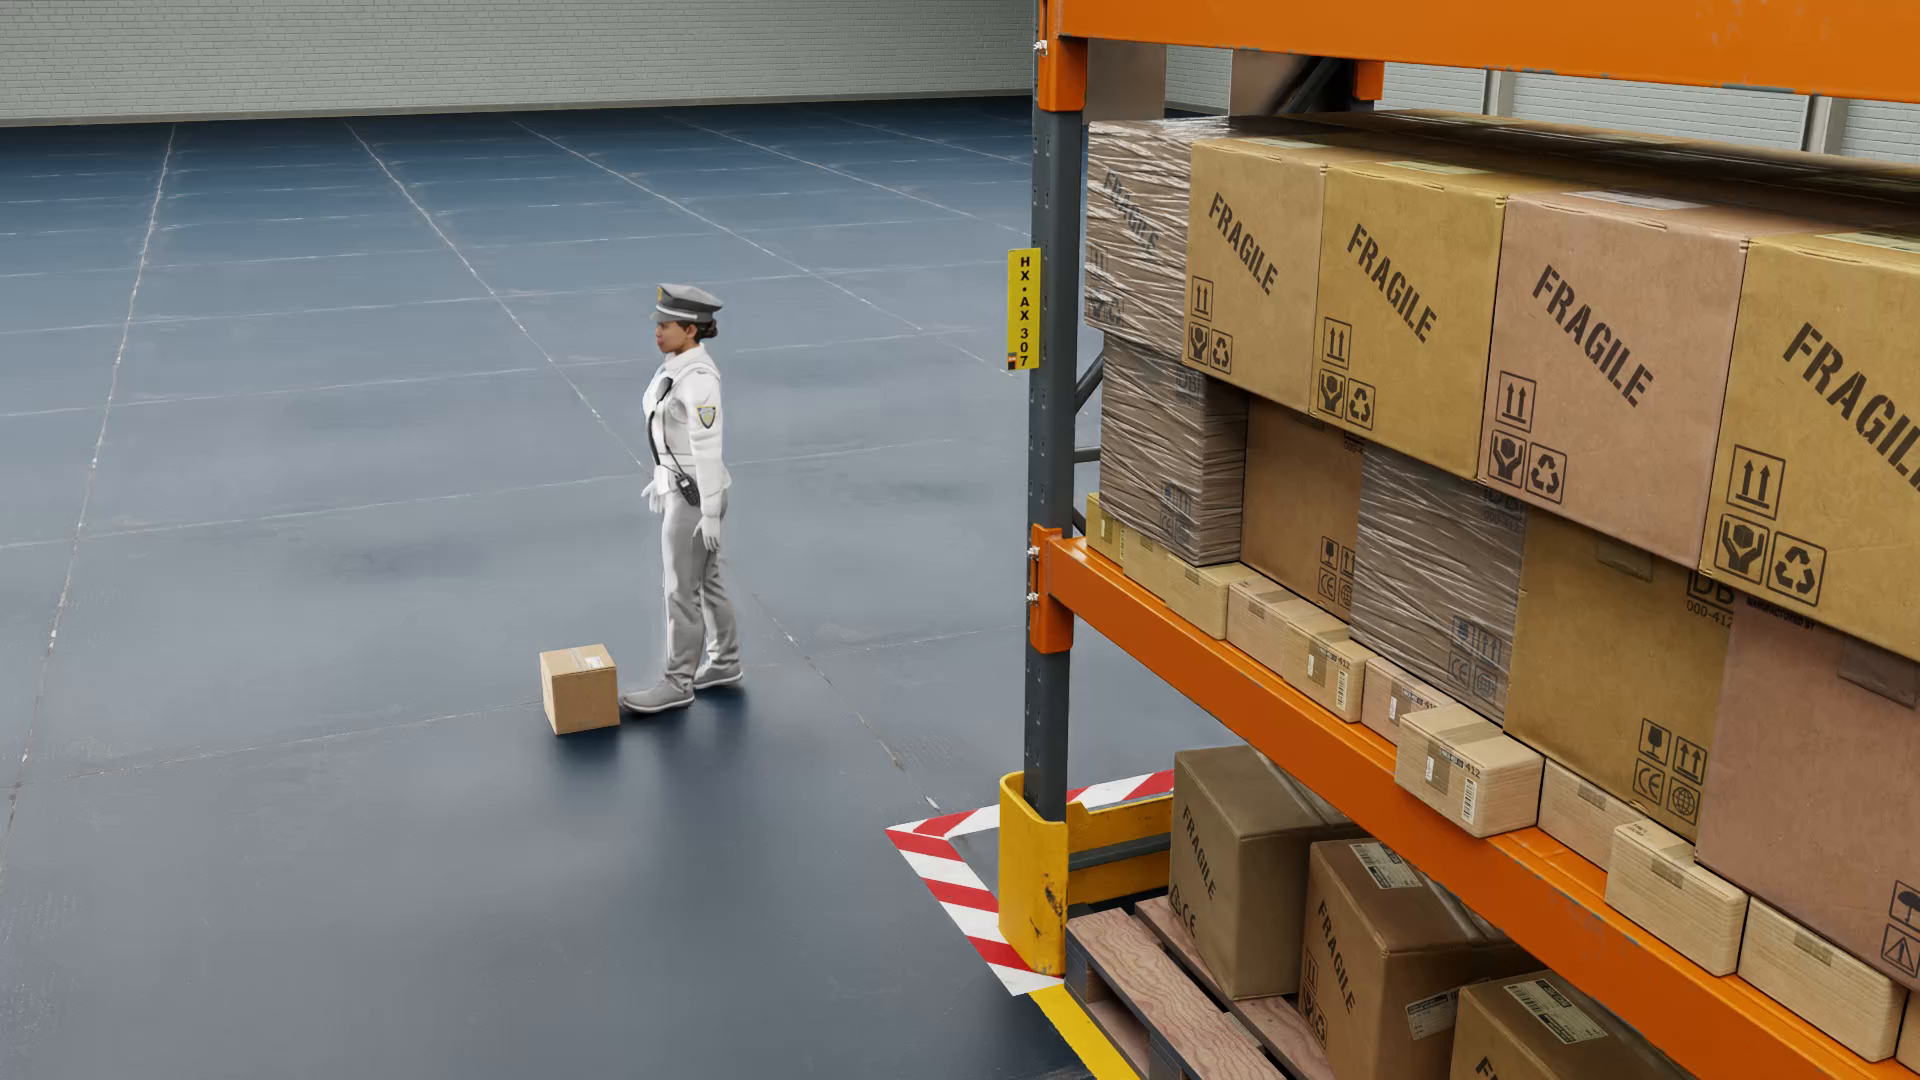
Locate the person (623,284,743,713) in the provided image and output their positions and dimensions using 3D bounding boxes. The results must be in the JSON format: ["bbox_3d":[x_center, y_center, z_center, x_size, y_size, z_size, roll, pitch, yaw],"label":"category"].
[{"bbox_3d":[-1.120,-0.166,6.477,0.500,1.692,0.534,-5,20,-14],"label":"person"}]
